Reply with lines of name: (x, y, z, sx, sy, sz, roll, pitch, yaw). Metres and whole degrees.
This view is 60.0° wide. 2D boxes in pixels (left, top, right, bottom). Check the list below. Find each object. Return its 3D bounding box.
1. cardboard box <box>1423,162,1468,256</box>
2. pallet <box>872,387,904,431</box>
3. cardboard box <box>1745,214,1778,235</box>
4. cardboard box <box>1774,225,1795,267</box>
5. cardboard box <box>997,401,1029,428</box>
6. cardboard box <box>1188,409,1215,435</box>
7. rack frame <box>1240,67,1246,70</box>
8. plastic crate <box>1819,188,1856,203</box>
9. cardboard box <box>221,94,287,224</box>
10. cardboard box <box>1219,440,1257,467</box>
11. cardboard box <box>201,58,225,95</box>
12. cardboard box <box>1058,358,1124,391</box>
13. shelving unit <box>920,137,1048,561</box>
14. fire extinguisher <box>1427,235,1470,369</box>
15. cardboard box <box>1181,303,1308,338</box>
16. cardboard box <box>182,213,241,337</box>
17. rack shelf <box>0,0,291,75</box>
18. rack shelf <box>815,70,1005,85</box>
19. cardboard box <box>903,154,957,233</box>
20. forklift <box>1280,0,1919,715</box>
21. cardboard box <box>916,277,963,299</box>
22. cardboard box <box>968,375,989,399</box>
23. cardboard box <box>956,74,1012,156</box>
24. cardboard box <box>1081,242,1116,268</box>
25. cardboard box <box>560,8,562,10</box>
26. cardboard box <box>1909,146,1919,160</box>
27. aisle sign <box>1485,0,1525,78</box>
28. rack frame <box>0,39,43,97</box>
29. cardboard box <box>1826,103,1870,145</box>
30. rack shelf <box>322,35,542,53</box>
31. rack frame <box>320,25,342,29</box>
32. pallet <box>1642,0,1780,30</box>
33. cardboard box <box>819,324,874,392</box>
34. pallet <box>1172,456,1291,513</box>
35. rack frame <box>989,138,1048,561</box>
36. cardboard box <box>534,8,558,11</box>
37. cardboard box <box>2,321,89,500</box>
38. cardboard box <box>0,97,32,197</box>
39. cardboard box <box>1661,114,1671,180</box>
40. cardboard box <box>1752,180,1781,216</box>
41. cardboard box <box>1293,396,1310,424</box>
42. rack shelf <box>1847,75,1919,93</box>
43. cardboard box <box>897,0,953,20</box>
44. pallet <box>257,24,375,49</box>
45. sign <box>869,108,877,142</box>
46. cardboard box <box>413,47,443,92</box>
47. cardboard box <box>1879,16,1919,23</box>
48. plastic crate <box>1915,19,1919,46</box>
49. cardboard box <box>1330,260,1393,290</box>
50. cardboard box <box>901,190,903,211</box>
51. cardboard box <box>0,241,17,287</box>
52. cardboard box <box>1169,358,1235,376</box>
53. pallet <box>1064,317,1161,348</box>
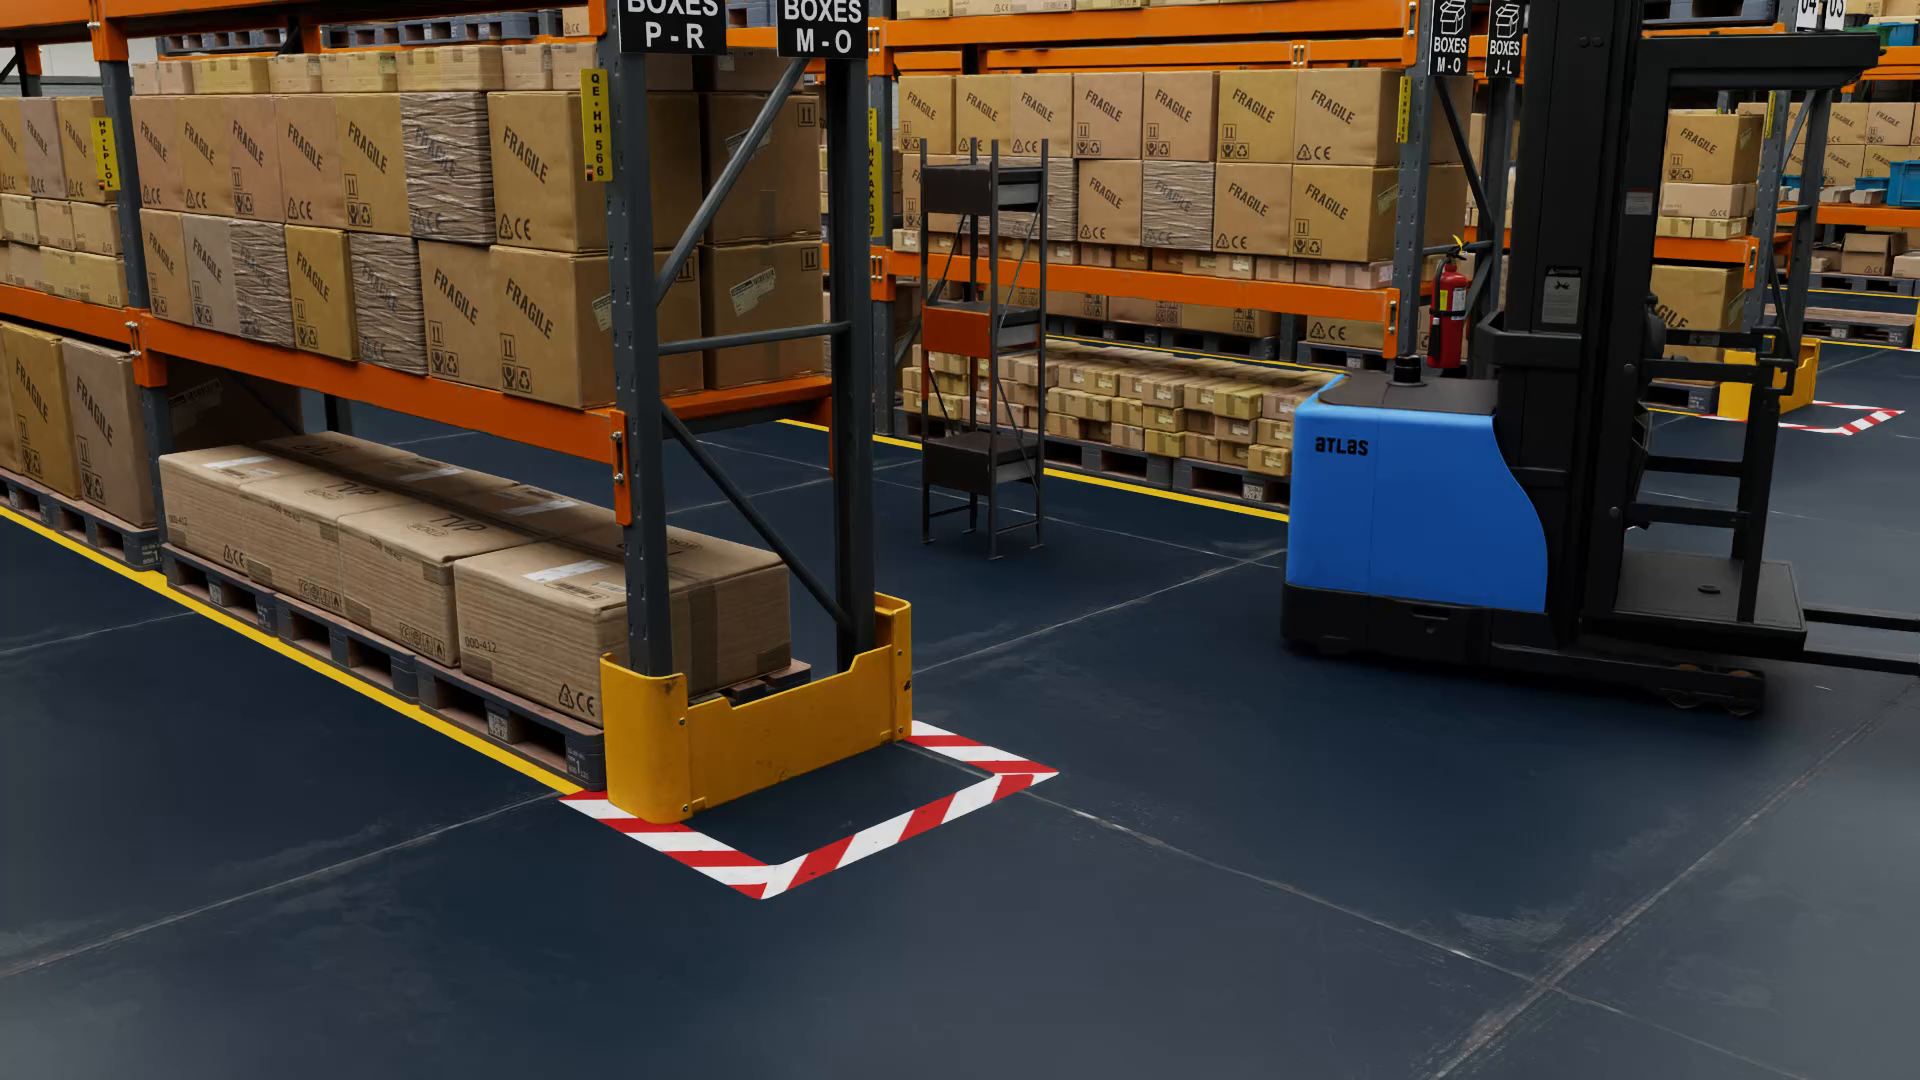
cardboard box: (2.533, -1.899, 9.482, 0.500, 0.500, 0.500, -13, 20, -42)
pallet: (-0.776, -1.064, 12.599, 1.213, 0.211, 1.003, 14, 20, 42)
cardboard box: (6.154, -2.461, 12.926, 0.250, 0.149, 0.380, 14, 20, 43)
cardboard box: (10.786, -3.913, 22.085, 0.500, 0.500, 0.500, 14, 20, 42)
cardboard box: (0.448, -0.863, 11.118, 0.250, 0.149, 0.380, 13, 20, 41)
cardboard box: (1.589, -0.742, 10.063, 0.250, 0.149, 0.380, 13, 20, 42)
rack frame: (3.859, -4.759, 21.249, 0.127, 3.000, 1.000, 14, 20, 42)
plastic crate: (8.707, -3.424, 16.528, 0.243, 0.136, 0.396, 14, 20, 42)
cardboard box: (-2.683, -1.585, 6.886, 0.500, 0.500, 0.500, -14, 20, -43)
cardboard box: (1.755, -0.544, 9.893, 0.250, 0.149, 0.380, 14, 20, 42)
cardboard box: (-2.985, -1.972, 7.083, 0.250, 0.149, 0.380, 13, 20, 42)
cardboard box: (0.846, -1.064, 10.706, 0.250, 0.149, 0.380, 13, 19, 40)
shelving unit: (0.119, -0.987, 8.556, 0.503, 2.100, 0.431, 14, 20, 42)
fire extinguisher: (2.526, -1.232, 8.604, 0.183, 0.674, 0.296, 14, 20, 42)
cardboard box: (2.826, -2.444, 15.743, 0.875, 0.875, 1.225, 14, 20, 42)
cardboard box: (-3.062, -1.192, 7.358, 0.500, 0.500, 0.500, 14, 20, 43)
rack shelf: (-5.018, -2.815, 9.265, 4.000, 0.370, 1.077, 14, 20, 42)
rack shelf: (-0.460, -6.913, 24.992, 4.000, 0.370, 1.077, 14, 20, 42)
cardboard box: (-0.033, -2.338, 11.167, 0.500, 0.500, 0.500, 13, 20, 41)
forklift: (2.931, -0.901, 6.579, 3.031, 2.935, 1.130, 6, 16, 22)
cardboard box: (-0.075, -2.977, 18.495, 0.500, 0.500, 0.700, 12, 19, 39)
cardboard box: (0.269, -1.060, 11.282, 0.250, 0.149, 0.380, 14, 20, 42)
cardboard box: (0.325, -2.743, 10.739, 0.500, 0.500, 0.500, 13, 19, 41)
cardboard box: (0.969, -1.787, 10.340, 0.380, 0.149, 0.250, -14, 20, -42)
cardboard box: (-3.224, -4.647, 14.335, 0.250, 0.149, 0.380, 13, 19, 40)
cardboard box: (11.816, -4.514, 20.108, 0.500, 0.500, 0.500, 14, 20, 43)
aisle sign: (2.926, -2.877, 8.870, 0.004, 0.787, 0.394, 14, 20, 42)
rack frame: (-6.457, -2.062, 10.896, 0.127, 3.000, 1.000, 14, 20, 42)
cardboard box: (11.065, -5.176, 20.668, 0.500, 0.500, 0.500, 13, 19, 41)
rack shelf: (-4.534, -4.431, 15.468, 4.000, 0.370, 1.077, 14, 20, 42)
rack frame: (-5.974, -6.581, 16.342, 0.127, 3.000, 1.000, 14, 20, 42)
pallet: (5.639, -3.997, 12.550, 1.213, 0.211, 1.003, 14, 20, 42)
cardboard box: (-0.922, -1.355, 12.309, 0.500, 0.500, 0.500, 13, 20, 41)
pallet: (2.050, -0.390, 10.011, 1.213, 0.211, 1.003, 14, 20, 42)
rack frame: (0.295, -0.944, 8.392, 0.015, 2.100, 0.400, 14, 20, 42)
cardboard box: (-3.678, -4.633, 14.246, 0.250, 0.166, 0.380, 14, 20, 42)
cardboard box: (-4.735, -0.787, 9.386, 0.875, 0.875, 0.875, -14, 20, -43)
cardboard box: (-4.803, -2.108, 8.892, 0.500, 0.500, 0.500, -14, 20, -43)
cardboard box: (5.662, -3.115, 13.159, 0.500, 0.500, 0.500, 13, 19, 41)
cardboard box: (6.022, -2.665, 12.918, 0.500, 0.250, 0.500, 13, 19, 41)
cardboard box: (2.108, -0.736, 9.449, 0.250, 0.149, 0.380, 14, 20, 43)
rack shelf: (15.055, -6.611, 23.833, 4.000, 0.370, 1.077, 14, 20, 42)
cardboard box: (-0.065, -3.528, 10.871, 0.500, 0.250, 0.500, -13, 20, -41)
pallet: (-6.555, -5.232, 17.288, 1.213, 0.211, 1.003, 14, 20, 42)
sign: (-0.597, -2.737, 11.190, 0.005, 0.325, 0.100, 14, 20, 42)
cardboard box: (-1.692, -1.656, 5.870, 0.380, 0.149, 0.250, -14, 20, -43)
cardboard box: (11.430, -6.184, 20.075, 0.500, 0.250, 0.500, 14, 20, 42)
plastic crate: (9.534, -4.866, 15.967, 0.590, 0.269, 0.497, 14, 20, 42)
cardboard box: (2.234, -1.462, 9.092, 0.250, 0.149, 0.380, 14, 20, 42)
cardboard box: (-0.383, -2.559, 12.471, 0.250, 0.149, 0.380, 14, 20, 43)
cardboard box: (-5.166, -1.593, 9.392, 0.500, 0.250, 0.500, 14, 20, 42)
cardboard box: (1.562, -1.069, 10.729, 0.250, 0.149, 0.380, 14, 20, 43)
pallet: (1.810, -2.146, 16.749, 1.213, 0.211, 1.003, 14, 20, 42)
